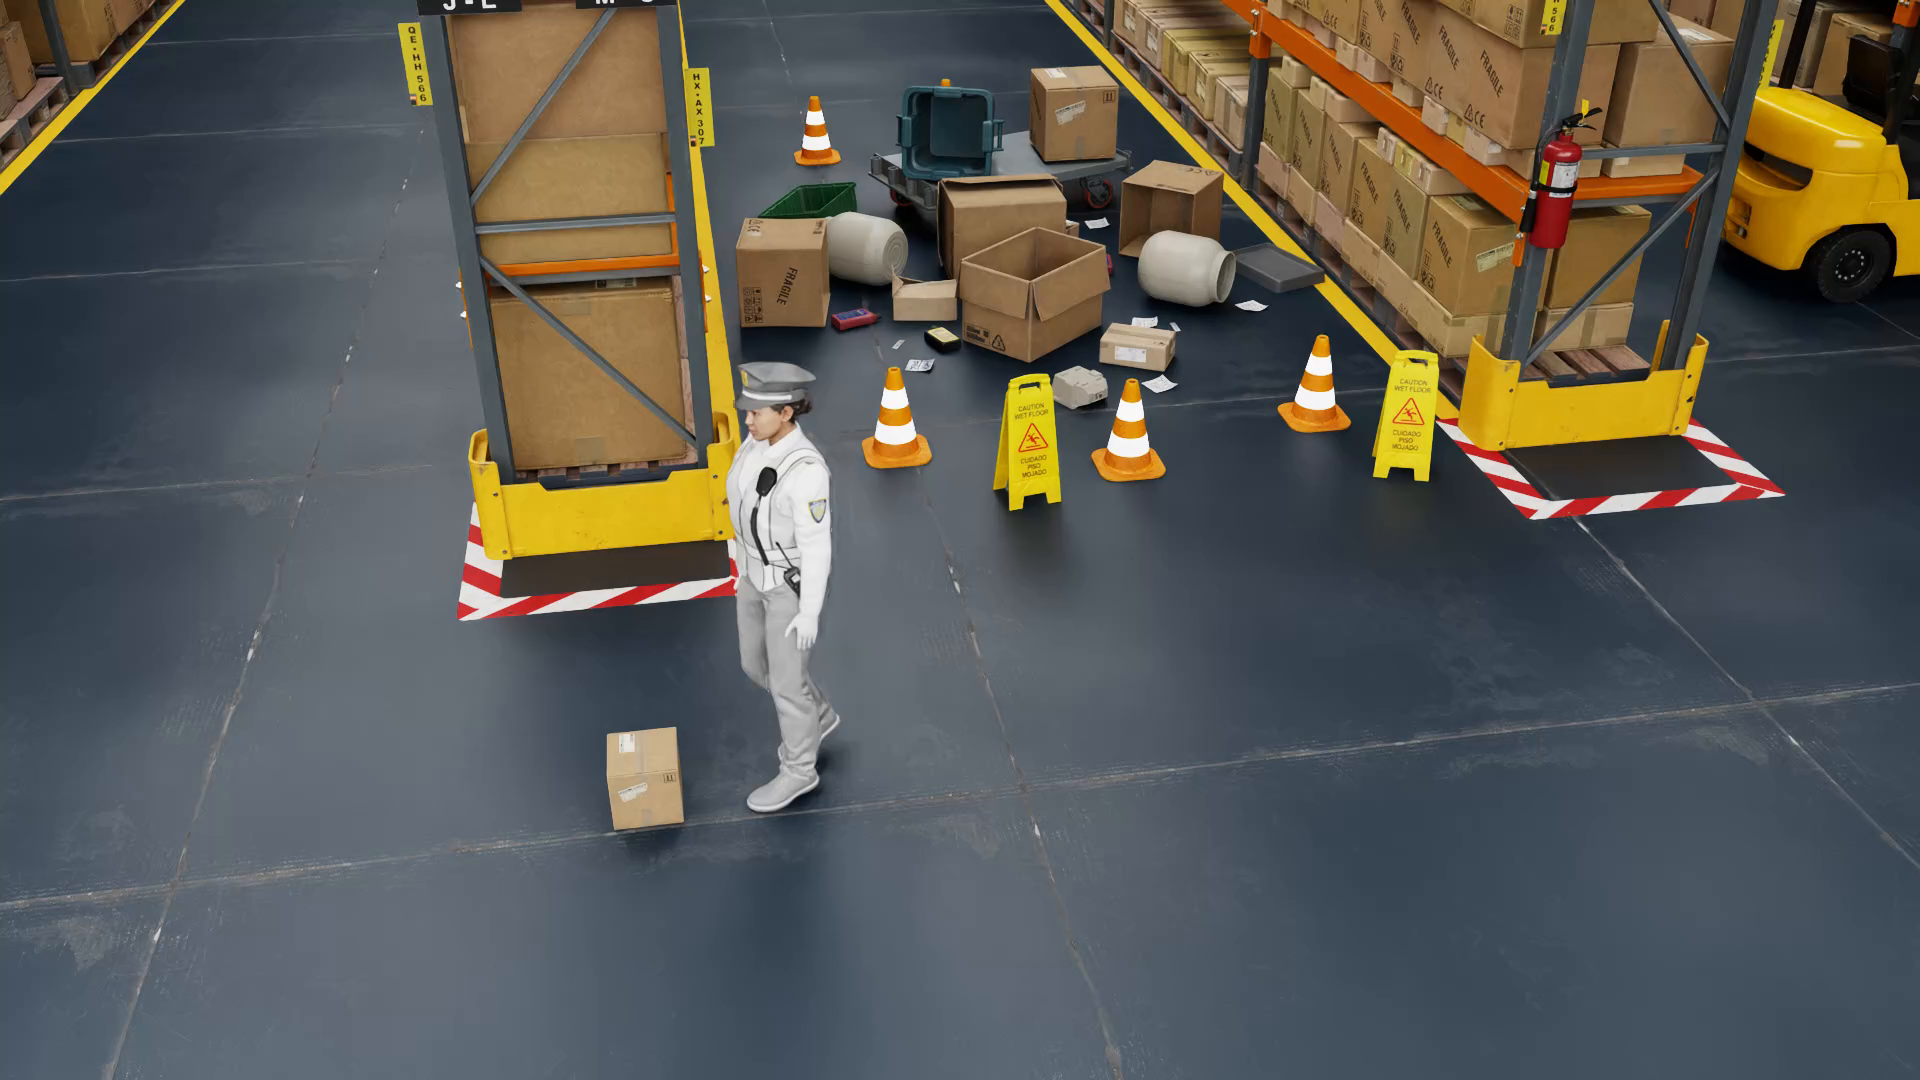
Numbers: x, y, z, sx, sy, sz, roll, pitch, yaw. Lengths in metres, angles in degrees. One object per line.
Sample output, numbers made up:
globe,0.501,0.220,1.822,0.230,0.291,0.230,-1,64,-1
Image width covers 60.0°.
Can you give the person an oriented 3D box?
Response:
person,-0.621,0.158,5.838,0.480,1.682,0.507,-18,35,-27
